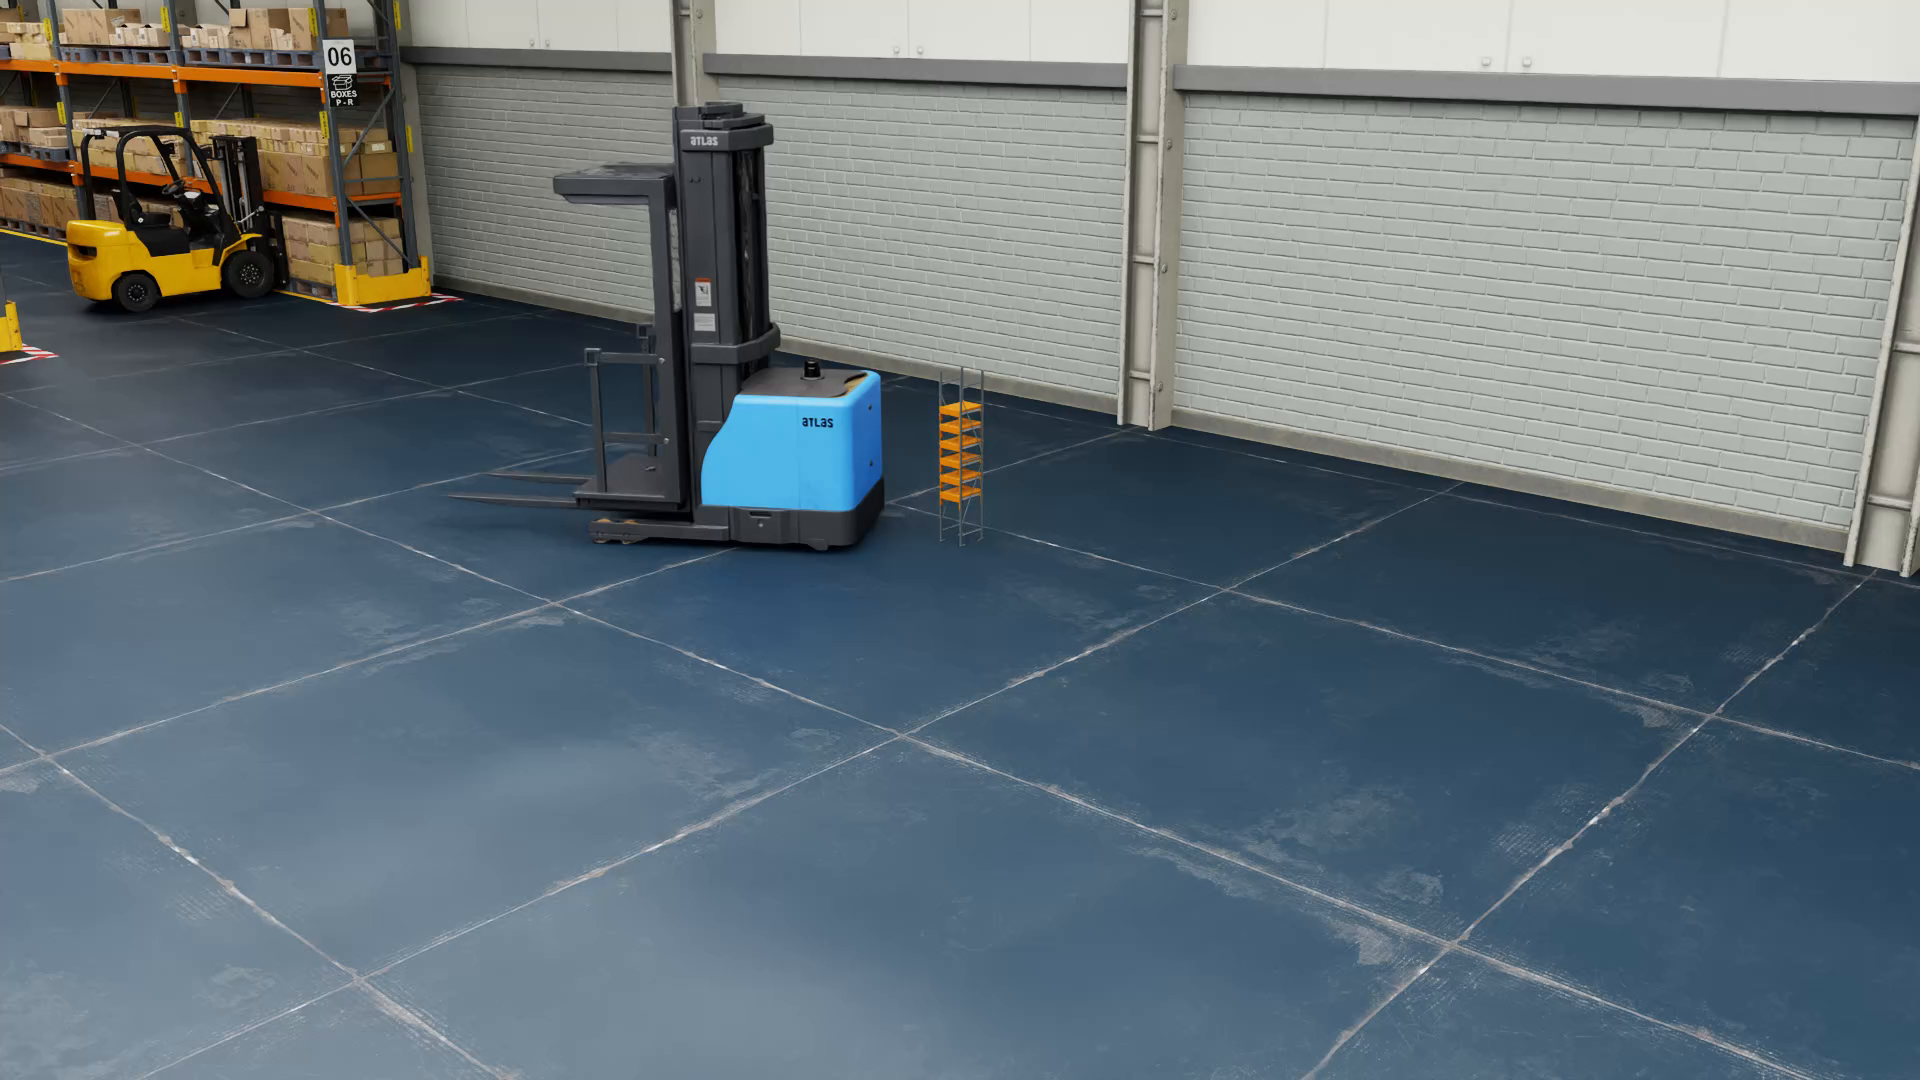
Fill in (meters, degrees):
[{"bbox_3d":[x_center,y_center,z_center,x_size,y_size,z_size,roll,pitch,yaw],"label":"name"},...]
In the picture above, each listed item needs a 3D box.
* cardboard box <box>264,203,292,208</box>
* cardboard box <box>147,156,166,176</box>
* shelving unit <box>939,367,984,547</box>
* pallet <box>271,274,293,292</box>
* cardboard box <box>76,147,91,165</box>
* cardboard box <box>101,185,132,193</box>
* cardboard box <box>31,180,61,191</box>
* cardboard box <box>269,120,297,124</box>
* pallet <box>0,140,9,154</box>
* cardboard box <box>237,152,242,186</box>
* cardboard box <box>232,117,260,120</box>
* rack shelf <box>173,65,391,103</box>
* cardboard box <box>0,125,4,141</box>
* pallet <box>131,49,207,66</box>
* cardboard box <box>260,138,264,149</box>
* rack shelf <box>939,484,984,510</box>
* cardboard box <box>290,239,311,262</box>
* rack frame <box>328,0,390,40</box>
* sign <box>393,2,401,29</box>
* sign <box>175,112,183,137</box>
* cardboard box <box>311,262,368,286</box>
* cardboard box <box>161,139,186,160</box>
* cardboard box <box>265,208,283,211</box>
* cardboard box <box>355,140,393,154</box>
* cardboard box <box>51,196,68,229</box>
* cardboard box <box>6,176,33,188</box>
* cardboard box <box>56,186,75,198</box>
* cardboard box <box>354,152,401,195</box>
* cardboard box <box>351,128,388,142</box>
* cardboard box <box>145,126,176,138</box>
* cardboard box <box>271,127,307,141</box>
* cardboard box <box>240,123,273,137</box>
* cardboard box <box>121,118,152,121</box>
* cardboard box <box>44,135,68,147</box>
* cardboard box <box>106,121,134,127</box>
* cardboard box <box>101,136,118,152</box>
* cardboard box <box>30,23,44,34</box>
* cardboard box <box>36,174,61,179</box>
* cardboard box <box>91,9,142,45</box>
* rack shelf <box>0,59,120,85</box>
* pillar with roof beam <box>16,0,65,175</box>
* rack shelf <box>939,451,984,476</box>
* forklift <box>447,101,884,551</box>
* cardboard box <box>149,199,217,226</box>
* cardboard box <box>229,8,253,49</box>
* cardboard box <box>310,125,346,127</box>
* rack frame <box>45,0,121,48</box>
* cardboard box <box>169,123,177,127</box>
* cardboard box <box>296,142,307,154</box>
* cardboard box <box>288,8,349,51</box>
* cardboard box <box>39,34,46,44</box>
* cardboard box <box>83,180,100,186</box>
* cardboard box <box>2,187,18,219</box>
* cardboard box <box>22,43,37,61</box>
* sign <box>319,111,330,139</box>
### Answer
[{"bbox_3d":[-9.506,-4.546,23.177,0.500,0.250,0.500,15,23,38],"label":"cardboard box"},{"bbox_3d":[-11.322,-5.404,23.928,0.500,0.250,0.500,15,23,39],"label":"cardboard box"},{"bbox_3d":[0.011,-0.569,11.421,0.189,1.200,0.258,15,23,39],"label":"shelving unit"},{"bbox_3d":[-8.908,-3.591,22.576,1.213,0.211,1.003,15,23,39],"label":"pallet"},{"bbox_3d":[-13.213,-5.921,25.558,0.500,0.250,0.500,15,23,39],"label":"cardboard box"},{"bbox_3d":[-13.566,-5.630,26.759,0.250,0.149,0.380,17,24,42],"label":"cardboard box"},{"bbox_3d":[-15.044,-5.830,27.389,0.250,0.149,0.380,15,23,39],"label":"cardboard box"},{"bbox_3d":[-9.176,-5.634,22.676,0.250,0.149,0.380,15,23,38],"label":"cardboard box"},{"bbox_3d":[-15.850,-6.663,27.966,1.213,0.211,1.003,15,23,39],"label":"pallet"},{"bbox_3d":[-9.453,-5.031,22.340,0.500,0.500,0.500,15,23,39],"label":"cardboard box"},{"bbox_3d":[-9.952,-5.837,23.314,0.250,0.149,0.380,15,23,39],"label":"cardboard box"},{"bbox_3d":[-8.895,-6.019,21.849,4.000,0.370,1.077,15,23,39],"label":"rack shelf"},{"bbox_3d":[-15.590,-6.710,27.325,0.258,0.266,0.396,17,24,42],"label":"cardboard box"},{"bbox_3d":[-11.060,-6.846,23.583,1.217,0.209,0.805,14,22,37],"label":"pallet"},{"bbox_3d":[-8.947,-5.216,21.851,0.250,0.149,0.380,15,23,39],"label":"cardboard box"},{"bbox_3d":[0.011,-0.298,11.507,0.180,0.103,0.258,15,23,39],"label":"rack shelf"},{"bbox_3d":[-8.339,-3.789,21.615,0.500,0.250,0.500,15,23,39],"label":"cardboard box"},{"bbox_3d":[-7.402,-7.389,20.019,0.053,2.616,0.949,15,23,39],"label":"rack frame"},{"bbox_3d":[-7.027,-6.539,20.722,0.005,0.325,0.100,15,23,39],"label":"sign"},{"bbox_3d":[-10.744,-5.723,22.903,0.005,0.325,0.100,15,23,39],"label":"sign"},{"bbox_3d":[-7.961,-3.443,21.353,0.500,0.250,0.500,15,23,40],"label":"cardboard box"},{"bbox_3d":[-10.928,-5.541,23.535,0.500,0.250,0.500,14,23,38],"label":"cardboard box"},{"bbox_3d":[-9.482,-4.329,22.493,0.500,0.250,0.500,16,24,41],"label":"cardboard box"},{"bbox_3d":[-7.481,-5.014,21.215,0.250,0.149,0.380,14,23,38],"label":"cardboard box"},{"bbox_3d":[-14.209,-5.285,26.743,0.500,0.500,0.500,15,23,38],"label":"cardboard box"},{"bbox_3d":[-15.825,-6.039,28.046,0.250,0.149,0.380,14,22,36],"label":"cardboard box"},{"bbox_3d":[-14.145,-5.544,26.489,0.250,0.149,0.380,14,22,36],"label":"cardboard box"},{"bbox_3d":[-7.586,-4.741,21.425,0.500,0.500,0.500,16,24,41],"label":"cardboard box"},{"bbox_3d":[-7.509,-5.145,21.135,0.250,0.149,0.380,14,23,38],"label":"cardboard box"},{"bbox_3d":[-11.432,-5.840,23.818,0.250,0.149,0.380,14,22,38],"label":"cardboard box"},{"bbox_3d":[-8.631,-5.236,21.423,0.250,0.149,0.380,16,23,41],"label":"cardboard box"},{"bbox_3d":[-9.334,-5.460,22.129,0.250,0.149,0.380,15,23,39],"label":"cardboard box"},{"bbox_3d":[-12.736,-6.447,25.729,0.250,0.149,0.380,16,23,41],"label":"cardboard box"},{"bbox_3d":[-14.129,-6.262,26.106,0.250,0.149,0.380,16,23,40],"label":"cardboard box"},{"bbox_3d":[-12.519,-6.171,24.859,0.250,0.149,0.380,15,23,40],"label":"cardboard box"},{"bbox_3d":[-12.460,-5.949,24.820,0.500,0.250,0.500,14,23,38],"label":"cardboard box"},{"bbox_3d":[-14.196,-7.948,25.834,0.250,0.149,0.380,14,22,37],"label":"cardboard box"},{"bbox_3d":[-15.520,-6.151,28.399,0.250,0.149,0.380,15,23,40],"label":"cardboard box"},{"bbox_3d":[-12.242,-7.457,24.166,0.500,0.500,0.500,16,23,41],"label":"cardboard box"},{"bbox_3d":[-14.879,-7.625,26.910,4.000,0.370,1.077,15,23,39],"label":"rack shelf"},{"bbox_3d":[-19.155,-9.169,25.627,0.400,9.000,9.100,15,23,39],"label":"pillar with roof beam"},{"bbox_3d":[0.011,-0.527,11.434,0.180,0.103,0.258,15,23,39],"label":"rack shelf"},{"bbox_3d":[-2.118,-1.519,11.553,3.031,2.935,1.130,3,18,9],"label":"forklift"},{"bbox_3d":[-11.364,-4.662,24.573,0.625,0.625,0.875,15,23,39],"label":"cardboard box"},{"bbox_3d":[-9.004,-6.645,21.604,0.637,0.503,0.797,16,24,41],"label":"cardboard box"},{"bbox_3d":[-8.278,-5.355,21.798,0.250,0.149,0.380,16,24,41],"label":"cardboard box"},{"bbox_3d":[-13.383,-8.996,25.082,0.127,3.000,1.000,15,23,39],"label":"rack frame"},{"bbox_3d":[-11.430,-6.078,24.566,0.250,0.149,0.380,15,23,39],"label":"cardboard box"},{"bbox_3d":[-8.209,-5.004,21.183,0.250,0.149,0.380,16,23,40],"label":"cardboard box"},{"bbox_3d":[-7.892,-6.289,20.487,0.500,0.500,0.500,16,24,41],"label":"cardboard box"},{"bbox_3d":[-13.989,-7.758,25.729,0.250,0.149,0.380,14,23,38],"label":"cardboard box"},{"bbox_3d":[-14.356,-5.838,27.415,0.250,0.149,0.380,14,23,38],"label":"cardboard box"},{"bbox_3d":[-15.758,-5.696,28.039,0.500,0.500,0.500,15,23,39],"label":"cardboard box"},{"bbox_3d":[-14.305,-7.644,26.028,0.500,0.250,0.500,15,23,39],"label":"cardboard box"},{"bbox_3d":[-7.770,-5.075,20.340,0.005,0.325,0.100,15,23,39],"label":"sign"}]
